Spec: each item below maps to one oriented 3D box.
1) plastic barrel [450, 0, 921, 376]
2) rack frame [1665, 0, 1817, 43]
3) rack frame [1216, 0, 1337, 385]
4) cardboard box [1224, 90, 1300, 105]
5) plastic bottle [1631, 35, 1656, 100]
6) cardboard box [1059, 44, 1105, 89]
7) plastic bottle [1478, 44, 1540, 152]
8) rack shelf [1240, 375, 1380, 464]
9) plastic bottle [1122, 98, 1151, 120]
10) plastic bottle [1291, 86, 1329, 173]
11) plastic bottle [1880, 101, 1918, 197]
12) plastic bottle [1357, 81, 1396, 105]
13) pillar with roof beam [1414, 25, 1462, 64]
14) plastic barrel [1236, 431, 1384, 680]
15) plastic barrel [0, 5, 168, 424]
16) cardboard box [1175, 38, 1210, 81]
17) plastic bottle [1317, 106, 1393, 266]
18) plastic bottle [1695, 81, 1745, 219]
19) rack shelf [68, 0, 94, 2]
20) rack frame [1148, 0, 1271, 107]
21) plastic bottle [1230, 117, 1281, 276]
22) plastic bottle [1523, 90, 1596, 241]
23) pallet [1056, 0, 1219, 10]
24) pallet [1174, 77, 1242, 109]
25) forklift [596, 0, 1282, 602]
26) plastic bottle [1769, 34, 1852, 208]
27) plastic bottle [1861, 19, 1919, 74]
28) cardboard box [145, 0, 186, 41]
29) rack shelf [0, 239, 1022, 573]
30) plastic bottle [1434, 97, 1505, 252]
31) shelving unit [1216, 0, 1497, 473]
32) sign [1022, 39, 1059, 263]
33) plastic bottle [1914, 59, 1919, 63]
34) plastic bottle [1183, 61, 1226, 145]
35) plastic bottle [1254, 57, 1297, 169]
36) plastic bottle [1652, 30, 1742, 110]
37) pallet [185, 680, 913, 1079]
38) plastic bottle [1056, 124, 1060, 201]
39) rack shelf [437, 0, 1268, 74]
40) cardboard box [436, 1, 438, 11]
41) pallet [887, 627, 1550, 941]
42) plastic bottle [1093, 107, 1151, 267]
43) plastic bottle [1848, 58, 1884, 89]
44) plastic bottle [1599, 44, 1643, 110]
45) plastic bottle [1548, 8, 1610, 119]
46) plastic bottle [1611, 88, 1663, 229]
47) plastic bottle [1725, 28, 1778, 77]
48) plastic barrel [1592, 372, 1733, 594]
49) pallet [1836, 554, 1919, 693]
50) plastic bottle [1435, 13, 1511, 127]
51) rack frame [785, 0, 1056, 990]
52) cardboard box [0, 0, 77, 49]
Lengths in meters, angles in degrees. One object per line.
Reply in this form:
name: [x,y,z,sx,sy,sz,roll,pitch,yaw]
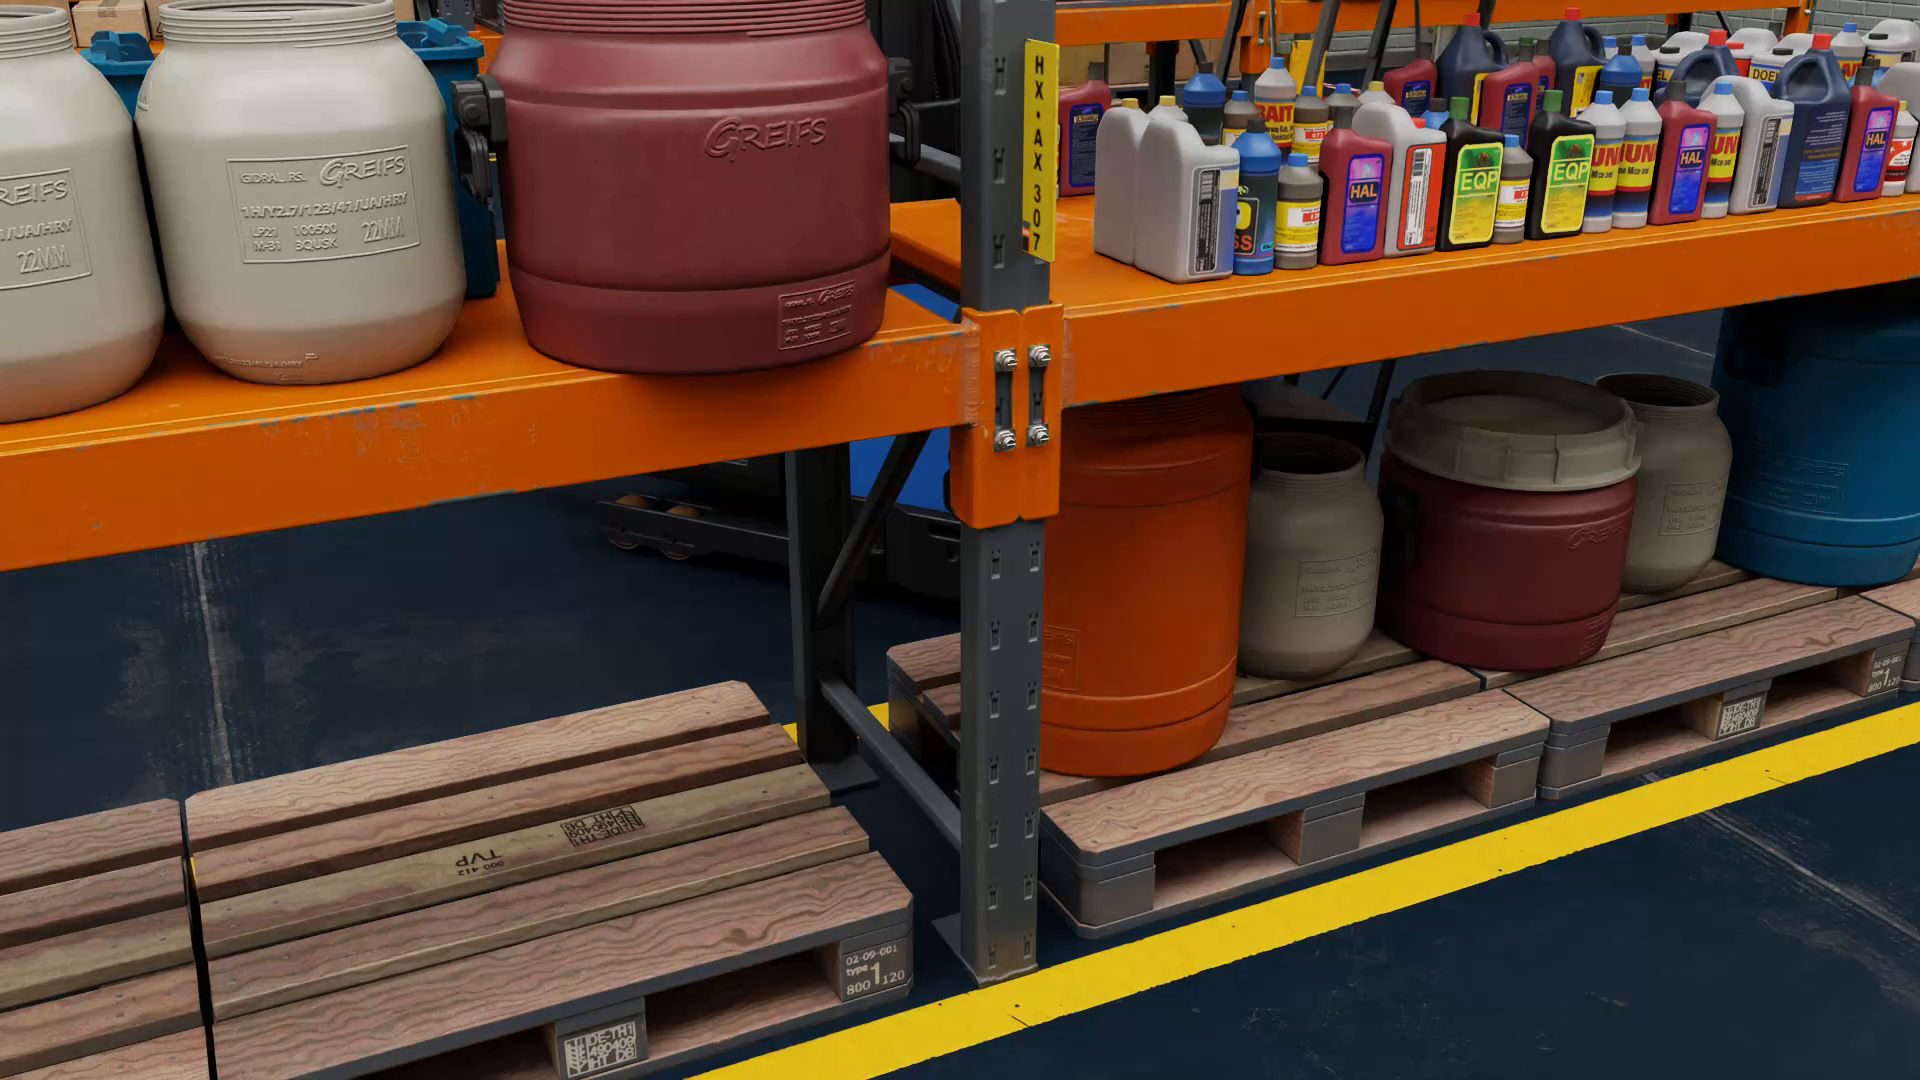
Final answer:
plastic barrel: [-0.409,-0.591,2.578,0.708,0.536,0.600,-10,25,-24]
rack frame: [4.942,-3.744,10.374,0.127,3.000,1.000,-10,25,-24]
rack frame: [0.704,-0.852,4.286,0.015,2.100,0.400,1,21,-28]
cardboard box: [1.728,-2.321,9.629,0.500,0.500,0.500,-10,25,-24]
plastic bottle: [1.740,-1.166,4.314,0.097,0.271,0.097,0,22,0]
cardboard box: [0.821,-4.082,13.908,0.500,0.500,0.700,-10,24,-22]
plastic bottle: [1.316,-1.041,3.994,0.133,0.283,0.061,-10,25,-24]
rack shelf: [0.786,-0.185,4.628,0.480,0.518,0.431,1,21,-28]
plastic bottle: [0.377,-0.883,3.721,0.097,0.201,0.097,0,22,0]
plastic bottle: [0.816,-0.964,3.917,0.097,0.201,0.097,0,22,0]
plastic bottle: [2.061,-0.871,3.692,0.097,0.201,0.097,0,22,0]
plastic bottle: [0.991,-0.996,3.995,0.097,0.201,0.097,0,22,0]
pillar with roof beam: [6.715,-7.485,11.567,0.400,9.000,9.100,-10,25,-24]
plastic barrel: [0.782,0.034,3.949,0.421,0.512,0.421,0,22,0]
plastic barrel: [-1.336,-0.447,2.262,0.421,0.512,0.421,0,22,0]
cardboard box: [1.752,-4.256,14.330,0.500,0.500,0.700,-11,25,-24]
plastic bottle: [0.724,-0.655,3.063,0.133,0.283,0.061,-10,25,-24]
plastic bottle: [1.565,-0.812,3.458,0.097,0.271,0.097,0,22,0]
rack shelf: [-6.221,-3.460,10.627,4.000,0.370,1.077,-10,25,-24]
rack frame: [1.337,-3.081,8.771,0.127,3.000,1.000,-10,25,-24]
plastic bottle: [0.525,-0.620,2.995,0.097,0.271,0.097,0,22,0]
plastic bottle: [1.174,-0.738,3.263,0.133,0.283,0.061,-10,25,-24]
pallet: [0.570,-2.897,8.578,1.213,0.211,1.003,-10,25,-24]
pallet: [2.103,-4.003,14.644,1.213,0.211,1.003,-10,25,-24]
forklift: [-0.559,-1.460,4.945,3.031,2.935,1.130,11,25,24]
plastic bottle: [1.803,-0.902,3.573,0.185,0.351,0.144,-10,25,-24]
plastic bottle: [2.570,-1.310,4.654,0.135,0.276,0.152,-10,25,-24]
cardboard box: [-3.157,-2.295,6.988,0.500,0.311,0.500,-11,25,-24]
rack shelf: [-1.924,-0.046,2.379,4.000,0.370,1.077,-10,25,-24]
plastic bottle: [0.966,-0.699,3.170,0.133,0.283,0.061,-10,25,-24]
shelving unit: [0.918,-0.849,4.402,0.503,2.100,0.431,1,21,-28]
sign: [0.123,-0.597,2.556,0.005,0.325,0.100,-10,25,-24]
plastic bottle: [2.641,-1.235,4.572,0.097,0.201,0.097,0,22,0]
plastic bottle: [0.553,-0.948,3.786,0.097,0.271,0.097,0,22,0]
plastic bottle: [0.728,-0.980,3.864,0.097,0.271,0.097,0,22,0]
plastic bottle: [1.616,-0.933,3.646,0.185,0.351,0.144,-10,25,-24]
pallet: [-0.837,0.694,3.298,1.213,0.211,1.003,-10,25,-24]
plastic bottle: [0.169,-0.845,3.629,0.097,0.201,0.097,0,22,0]
rack shelf: [-0.465,-2.417,8.107,4.000,0.370,1.077,-10,25,-24]
cardboard box: [-3.699,-3.401,11.807,0.750,0.750,0.750,-11,25,-24]
pallet: [0.570,0.434,3.927,1.213,0.211,1.003,-10,25,-24]
plastic bottle: [0.342,-0.665,3.097,0.135,0.276,0.152,-10,25,-24]
plastic bottle: [2.083,-0.972,3.844,0.097,0.271,0.097,0,22,0]
plastic bottle: [1.627,-1.084,4.116,0.097,0.271,0.097,0,22,0]
plastic bottle: [1.536,-1.155,4.184,0.185,0.351,0.144,-10,25,-24]
plastic bottle: [1.357,-0.774,3.366,0.097,0.271,0.097,0,22,0]
plastic bottle: [2.066,-1.217,4.430,0.135,0.276,0.152,-10,25,-24]
plastic barrel: [1.799,-0.153,4.402,0.421,0.512,0.421,0,22,0]
pallet: [2.769,0.029,4.904,1.213,0.211,1.003,-10,25,-24]
plastic bottle: [1.249,-1.103,4.056,0.185,0.351,0.144,-10,25,-24]
rack frame: [-0.122,-0.710,3.043,0.127,3.000,1.000,-10,25,-24]
cardboard box: [-3.772,-2.180,6.463,0.500,0.500,0.500,-12,25,-26]
